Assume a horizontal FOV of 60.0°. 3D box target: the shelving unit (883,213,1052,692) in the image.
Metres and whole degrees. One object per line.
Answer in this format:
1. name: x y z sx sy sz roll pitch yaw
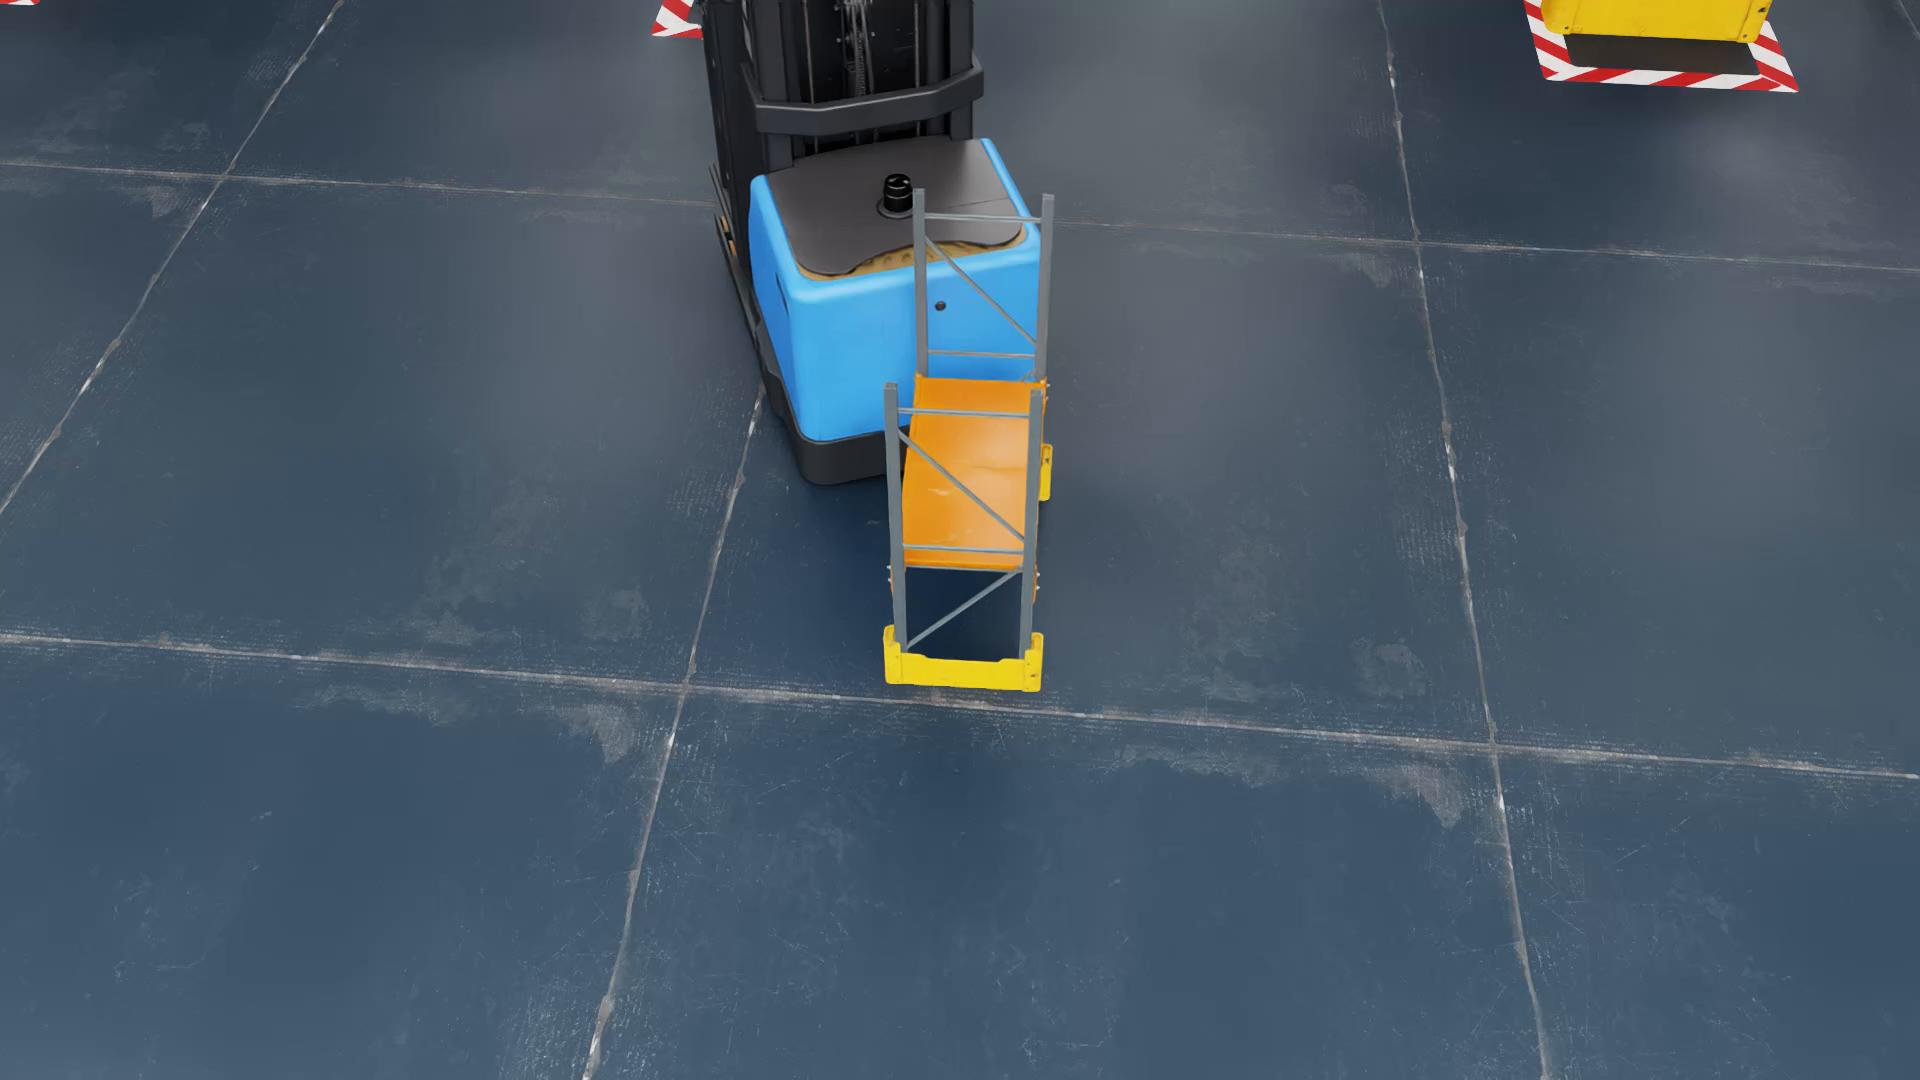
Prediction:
1. shelving unit: 0.047 -0.346 6.076 0.587 1.500 1.083 3 48 3

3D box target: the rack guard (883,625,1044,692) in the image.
1. rack guard: 0.013 0.443 6.202 0.587 0.250 0.087 3 48 3

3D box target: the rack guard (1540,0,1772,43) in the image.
1. rack guard: 3.916 -3.118 9.289 1.175 0.500 0.348 4 48 4

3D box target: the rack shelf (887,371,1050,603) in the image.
1. rack shelf: 0.047 -0.218 6.202 0.538 0.185 1.000 3 48 3

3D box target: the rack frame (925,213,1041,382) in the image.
1. rack frame: 0.084 -0.713 6.412 0.475 1.308 0.013 3 48 3

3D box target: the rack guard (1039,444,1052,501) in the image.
1. rack guard: 0.082 -0.291 6.872 0.587 0.250 0.087 3 48 3

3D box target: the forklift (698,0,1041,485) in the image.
1. forklift: -0.550 -2.329 6.920 1.130 2.935 3.031 -12 49 -11

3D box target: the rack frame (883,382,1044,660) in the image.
1. rack frame: 0.011 0.035 5.727 0.500 1.500 0.032 3 48 3
